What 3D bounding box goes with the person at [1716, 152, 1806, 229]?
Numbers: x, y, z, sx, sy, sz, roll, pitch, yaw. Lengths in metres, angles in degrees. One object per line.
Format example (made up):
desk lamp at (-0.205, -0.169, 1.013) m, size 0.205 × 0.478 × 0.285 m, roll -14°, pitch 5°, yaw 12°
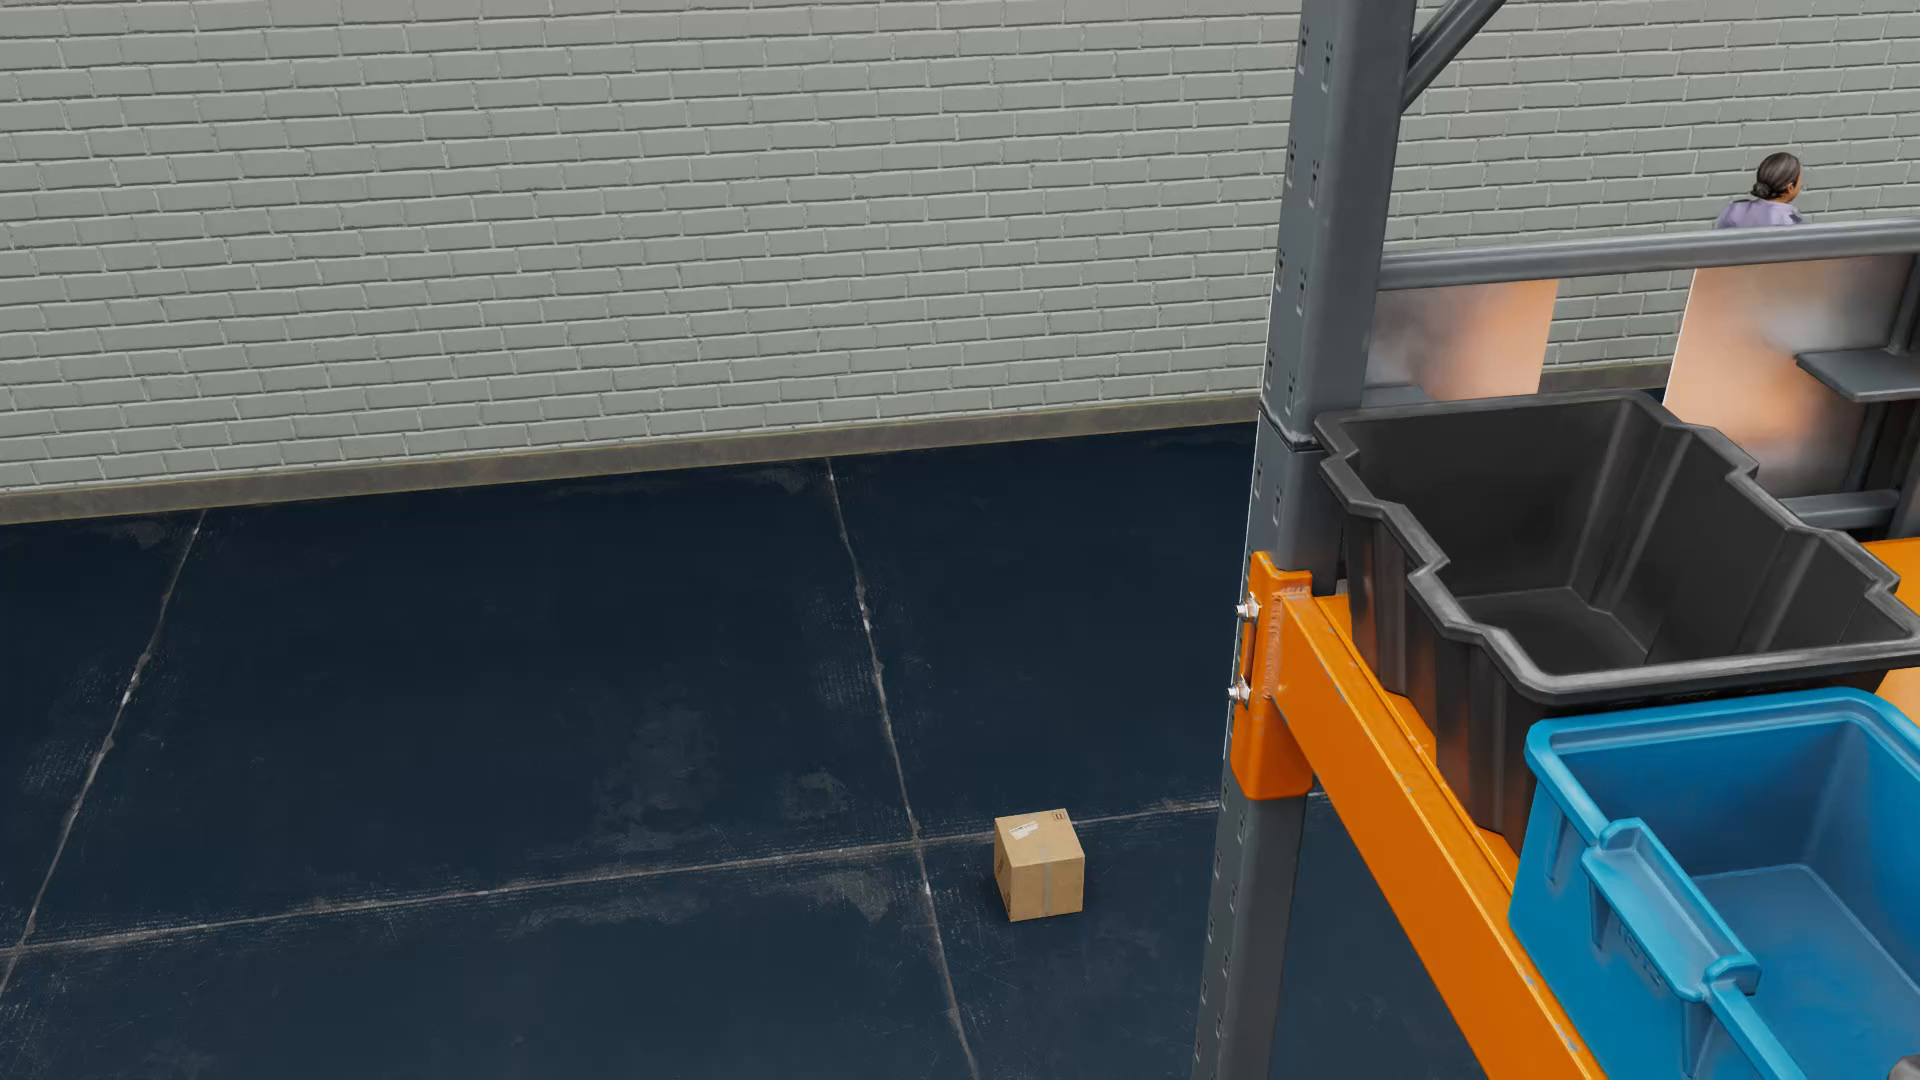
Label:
person at (3.710, -1.011, 7.807) m, size 0.393 × 1.647 × 0.492 m, roll -20°, pitch 36°, yaw -29°
